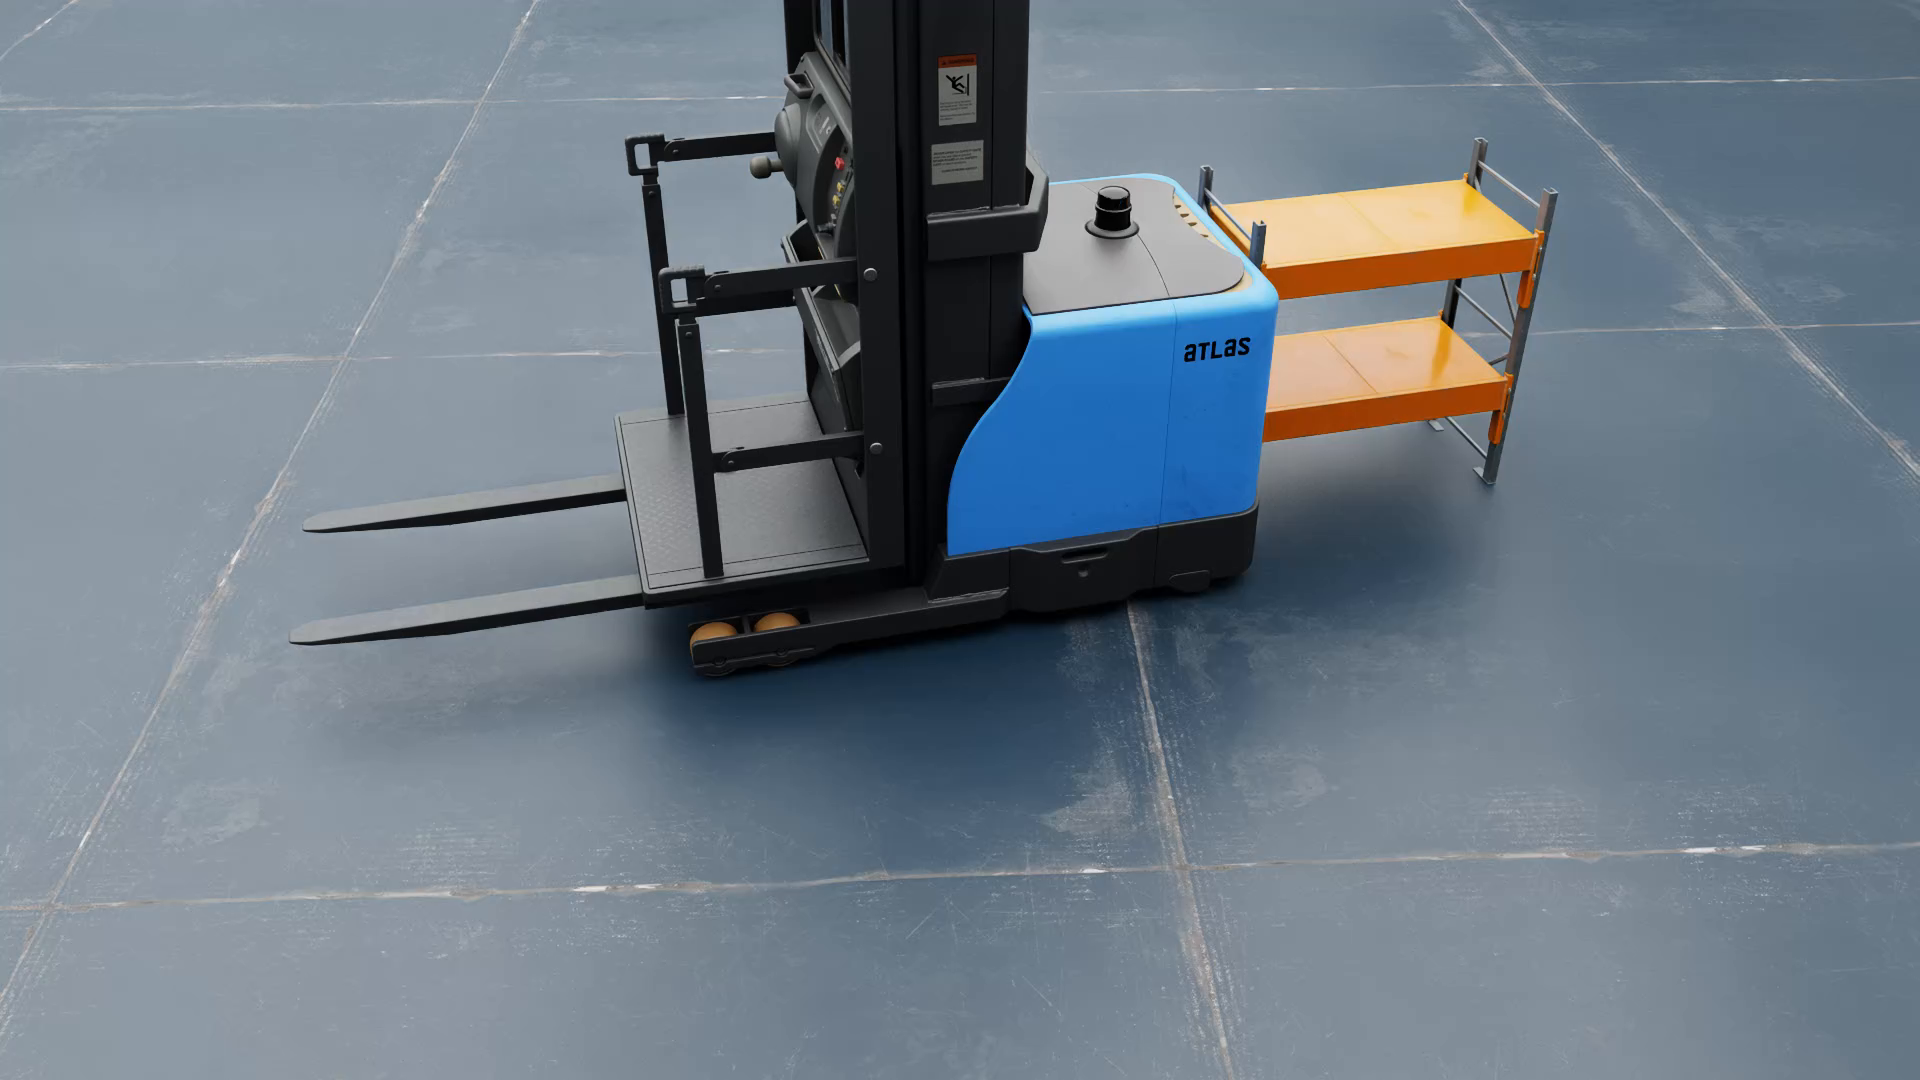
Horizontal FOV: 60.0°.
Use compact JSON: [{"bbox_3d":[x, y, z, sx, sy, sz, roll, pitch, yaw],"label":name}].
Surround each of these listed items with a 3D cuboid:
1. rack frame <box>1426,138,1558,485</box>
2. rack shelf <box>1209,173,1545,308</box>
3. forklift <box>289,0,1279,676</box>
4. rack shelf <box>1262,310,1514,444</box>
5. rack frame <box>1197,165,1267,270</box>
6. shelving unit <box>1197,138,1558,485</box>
[{"bbox_3d":[1.869,-0.802,5.920,0.032,1.125,0.500,-8,36,-12],"label":"rack frame"},{"bbox_3d":[1.377,-0.971,5.650,1.000,0.278,0.538,-8,36,-12],"label":"rack shelf"},{"bbox_3d":[-0.603,-1.117,4.788,3.031,2.935,1.130,-8,36,-12],"label":"forklift"},{"bbox_3d":[1.377,-0.529,5.956,1.000,0.278,0.538,-8,36,-12],"label":"rack shelf"},{"bbox_3d":[0.884,-0.659,5.713,0.032,1.125,0.500,-8,36,-12],"label":"rack frame"},{"bbox_3d":[1.377,-0.730,5.817,1.048,1.125,0.538,-8,36,-12],"label":"shelving unit"}]
